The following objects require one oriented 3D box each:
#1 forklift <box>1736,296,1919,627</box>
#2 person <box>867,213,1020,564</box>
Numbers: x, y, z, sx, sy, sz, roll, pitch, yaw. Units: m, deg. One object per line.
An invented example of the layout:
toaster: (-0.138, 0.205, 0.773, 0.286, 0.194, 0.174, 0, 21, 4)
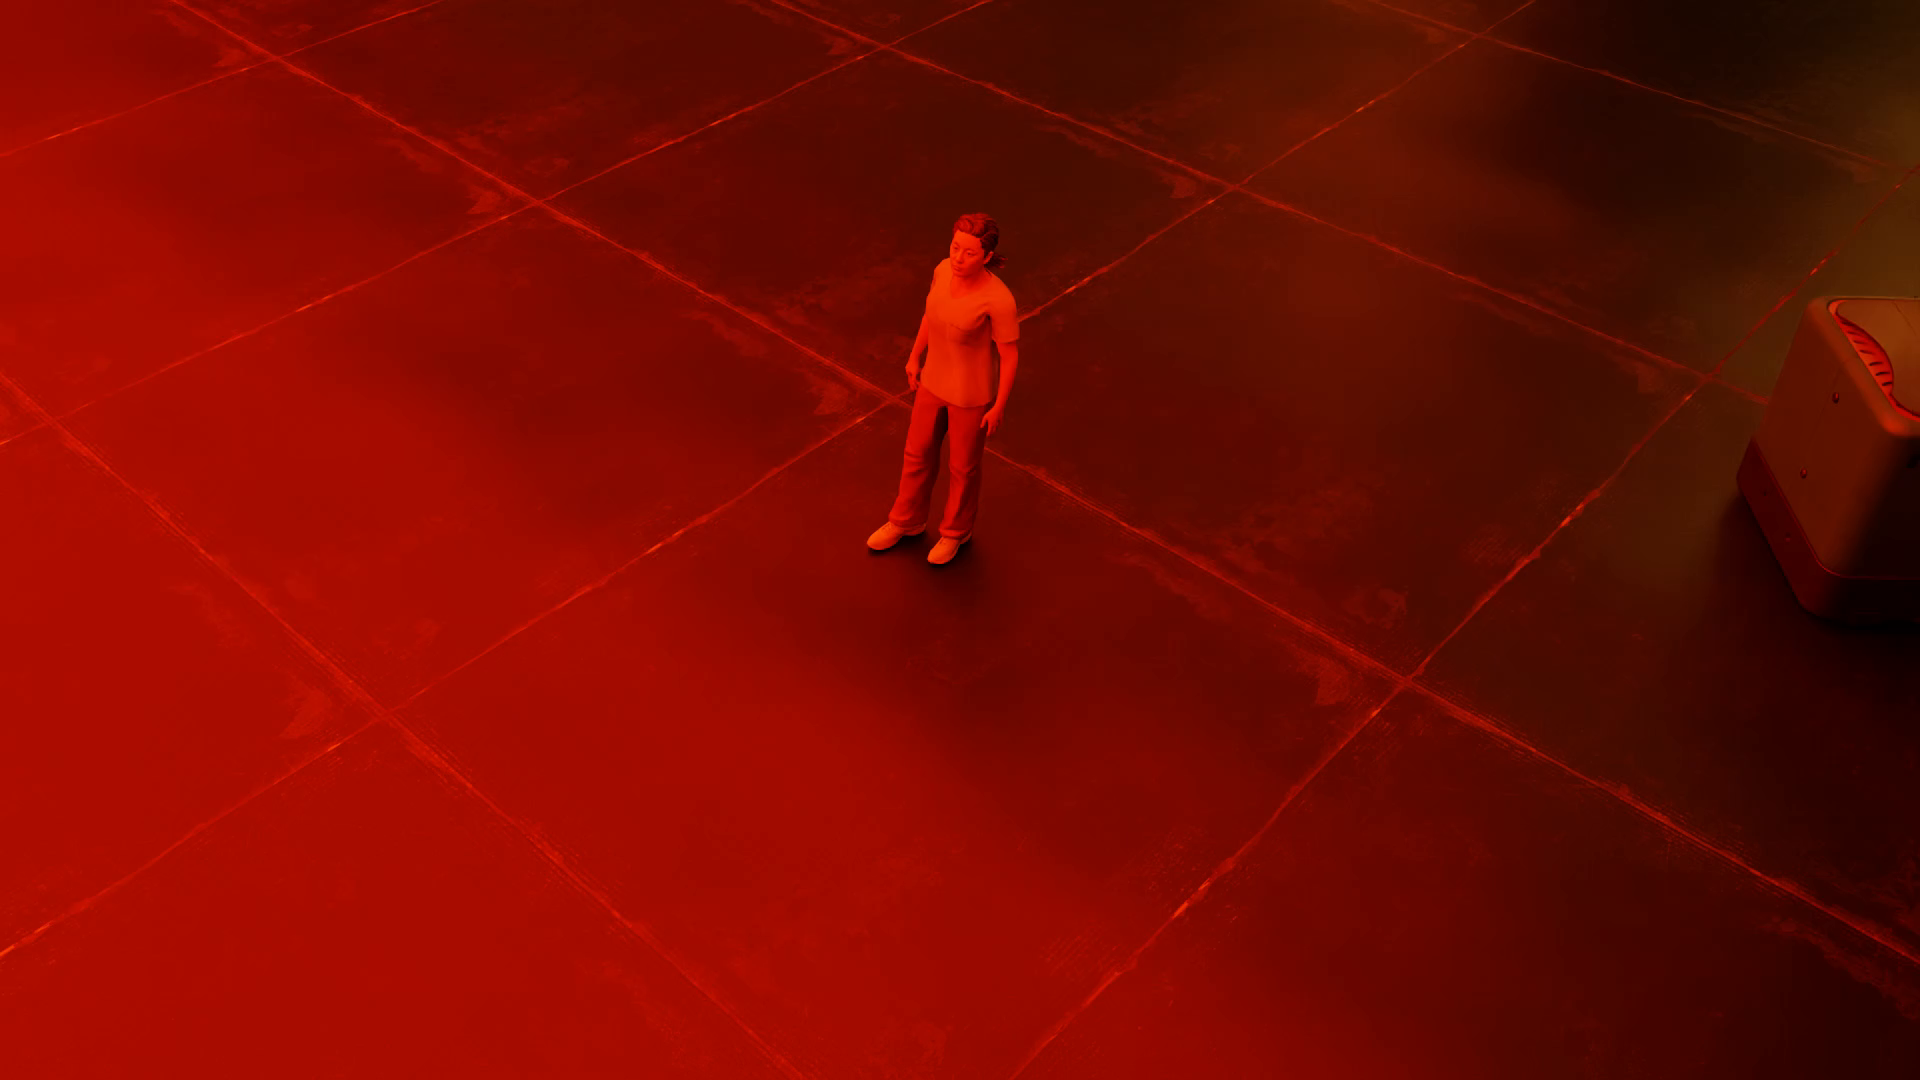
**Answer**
forklift: (5.187, -1.026, 6.624, 3.031, 2.935, 1.130, 1, 41, 2)
person: (-0.058, -0.611, 7.093, 0.555, 1.675, 0.549, 31, 49, 31)
